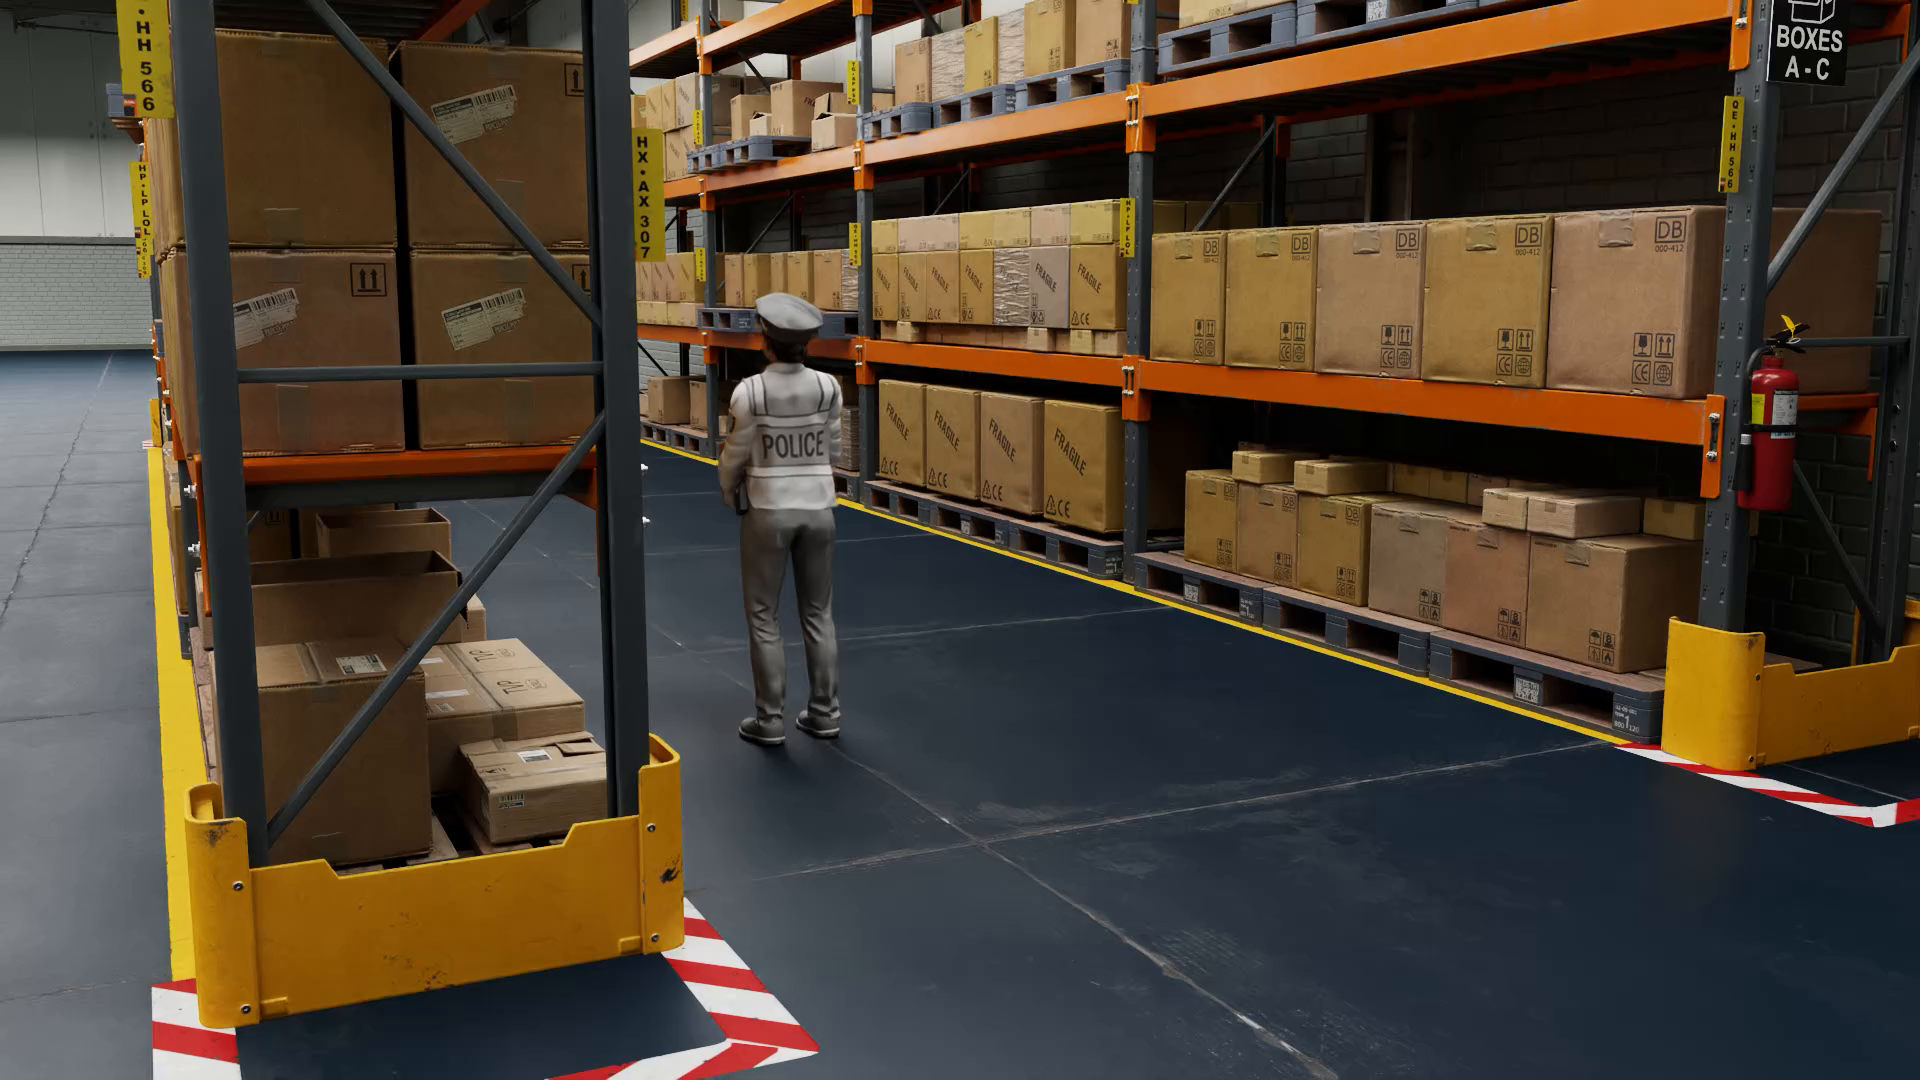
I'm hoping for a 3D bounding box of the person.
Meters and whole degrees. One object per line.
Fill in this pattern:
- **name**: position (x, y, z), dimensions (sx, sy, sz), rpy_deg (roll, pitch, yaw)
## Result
- **person**: position (-0.682, -0.087, 6.311), dimensions (0.466, 1.693, 0.554), rpy_deg (-4, 10, -26)
